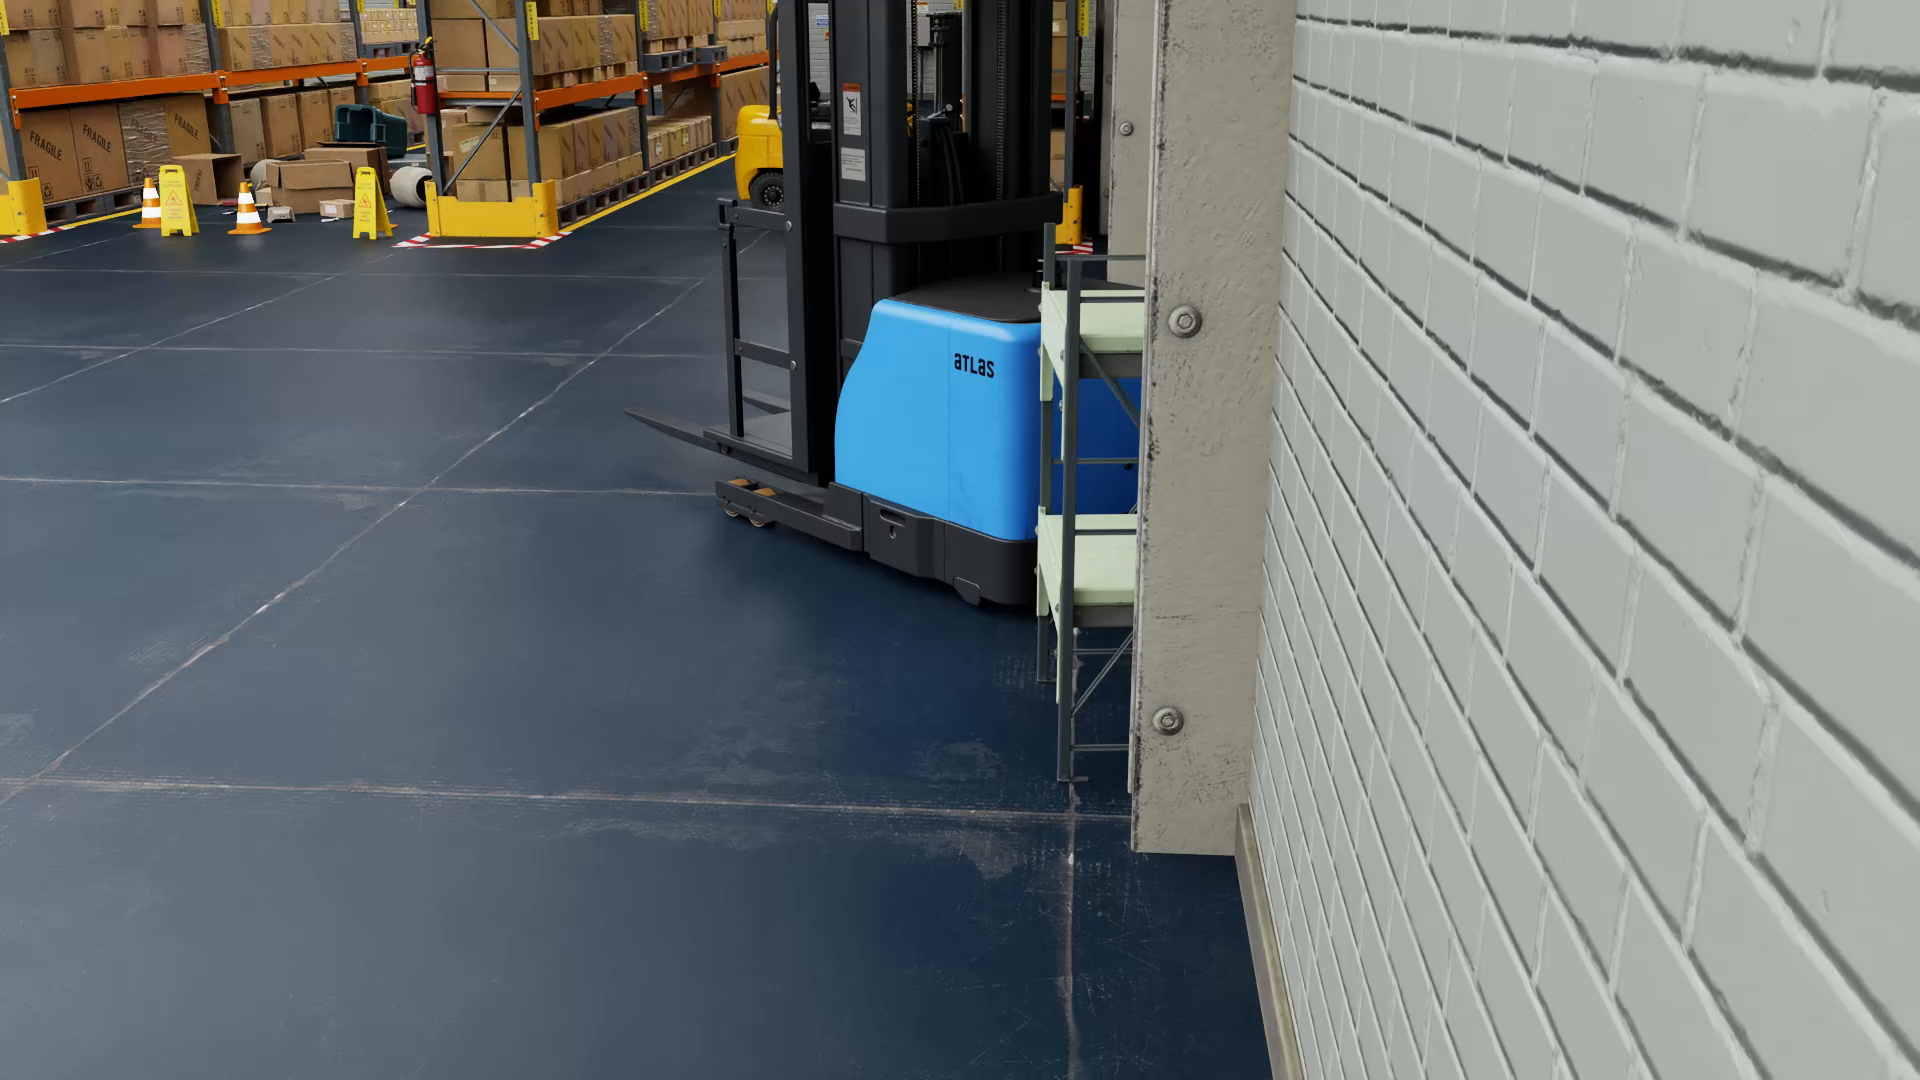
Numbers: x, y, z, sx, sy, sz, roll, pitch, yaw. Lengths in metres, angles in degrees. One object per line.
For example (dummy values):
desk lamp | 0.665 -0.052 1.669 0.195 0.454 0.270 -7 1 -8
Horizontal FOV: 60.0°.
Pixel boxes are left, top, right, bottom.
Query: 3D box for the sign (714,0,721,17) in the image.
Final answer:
sign | -3.302 -7.287 22.611 0.100 0.325 0.005 1 18 4

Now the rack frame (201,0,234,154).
rack frame | -9.075 -5.620 19.257 1.000 3.000 0.127 1 18 4

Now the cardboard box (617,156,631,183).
cardboard box | -3.933 -4.079 18.295 0.500 0.250 0.500 1 18 2

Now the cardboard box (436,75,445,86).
cardboard box | -8.303 -7.236 26.324 0.500 0.250 0.500 1 18 2

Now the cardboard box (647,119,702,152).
cardboard box | -3.939 -5.329 21.916 0.950 0.372 0.625 1 18 3

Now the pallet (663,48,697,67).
pallet | -3.945 -6.076 20.958 1.003 0.211 1.213 1 18 4

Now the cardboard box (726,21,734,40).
cardboard box | -3.523 -7.262 23.706 0.500 0.250 0.500 2 18 5

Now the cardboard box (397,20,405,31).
cardboard box | -8.463 -7.630 24.641 0.380 0.149 0.250 1 18 3

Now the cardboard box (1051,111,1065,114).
cardboard box | 0.957 -4.485 17.927 0.500 0.250 0.500 1 18 3

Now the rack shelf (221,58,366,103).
rack shelf | -8.932 -5.899 21.265 1.077 0.370 4.000 1 18 4

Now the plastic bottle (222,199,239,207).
plastic bottle | -7.785 -3.633 17.911 0.283 0.061 0.133 -5 19 -15

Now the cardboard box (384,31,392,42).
cardboard box | -8.499 -7.328 24.199 0.380 0.149 0.250 2 18 6

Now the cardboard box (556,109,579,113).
cardboard box | -4.469 -4.446 18.213 0.500 0.500 0.500 2 18 6

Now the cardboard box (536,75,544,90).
cardboard box | -4.183 -4.359 15.812 0.380 0.149 0.250 2 18 5

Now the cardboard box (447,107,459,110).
cardboard box | -8.304 -6.881 26.445 0.500 0.500 0.500 1 18 3

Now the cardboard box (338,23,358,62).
cardboard box | -8.553 -6.764 22.588 0.500 0.500 0.500 1 18 4

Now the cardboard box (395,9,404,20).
cardboard box | -8.470 -7.773 24.601 0.380 0.149 0.250 2 18 6

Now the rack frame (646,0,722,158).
rack frame | -3.844 -6.783 22.807 1.000 3.000 0.127 1 18 4

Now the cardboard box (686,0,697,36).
cardboard box | -3.661 -6.707 21.261 0.500 0.500 0.500 0 18 0

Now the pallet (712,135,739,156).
pallet | -3.712 -5.701 23.984 1.003 0.211 1.213 1 18 4

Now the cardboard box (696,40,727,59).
cardboard box | -3.558 -6.858 23.277 0.500 0.250 0.500 1 18 3

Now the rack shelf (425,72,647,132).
rack shelf | -4.274 -4.578 17.232 1.077 0.370 4.000 1 18 4

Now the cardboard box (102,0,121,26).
cardboard box | -9.266 -5.588 17.184 0.875 0.550 0.500 1 18 4

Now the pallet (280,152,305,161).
pallet | -9.010 -4.916 21.588 1.003 0.211 1.213 1 18 4

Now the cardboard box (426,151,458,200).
cardboard box | -5.565 -4.052 18.482 0.500 0.500 0.500 17 25 41

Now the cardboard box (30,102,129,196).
cardboard box | -9.318 -4.053 17.213 0.875 0.875 0.875 1 18 3

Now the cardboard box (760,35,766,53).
cardboard box | -3.338 -7.809 26.180 0.500 0.250 0.500 1 18 3

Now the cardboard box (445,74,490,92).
cardboard box | -4.604 -4.300 15.633 0.380 0.149 0.250 2 18 6

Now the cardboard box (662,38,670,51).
cardboard box | -3.745 -6.032 20.243 0.380 0.149 0.250 2 18 5

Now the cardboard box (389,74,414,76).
cardboard box | -8.818 -7.249 26.365 0.500 0.250 0.500 0 18 1

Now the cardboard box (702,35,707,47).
cardboard box | -3.553 -6.592 21.953 0.380 0.149 0.250 1 18 3

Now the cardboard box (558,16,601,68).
cardboard box | -4.009 -5.106 17.049 0.500 0.500 0.500 1 18 3

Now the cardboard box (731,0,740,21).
cardboard box | -3.486 -7.768 24.047 0.500 0.500 0.500 2 18 5

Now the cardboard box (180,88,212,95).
cardboard box | -13.315 -7.640 28.159 0.875 0.875 0.875 1 18 4

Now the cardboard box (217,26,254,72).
cardboard box | -8.769 -5.825 19.722 0.500 0.500 0.500 1 18 5

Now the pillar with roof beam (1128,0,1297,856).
pillar with roof beam | -3.672 -3.605 3.474 9.100 9.000 0.400 1 18 4

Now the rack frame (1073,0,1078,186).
rack frame | 0.820 -5.431 18.681 1.000 3.000 0.127 1 18 4

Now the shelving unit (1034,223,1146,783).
shelving unit | 0.468 -0.133 4.919 0.431 1.500 0.755 -1 18 -2

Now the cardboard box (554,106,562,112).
cardboard box | -4.546 -4.724 18.018 0.380 0.149 0.250 2 18 6

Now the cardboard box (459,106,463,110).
cardboard box | -8.157 -7.196 27.494 0.380 0.149 0.250 2 18 6

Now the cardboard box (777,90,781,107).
cardboard box | -3.405 -7.200 27.520 0.875 0.438 0.875 1 18 3

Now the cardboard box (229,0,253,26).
cardboard box | -9.011 -6.457 20.045 0.700 0.500 0.500 1 18 3

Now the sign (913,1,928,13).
sign | -0.845 -11.385 35.526 0.339 0.242 0.001 1 18 4

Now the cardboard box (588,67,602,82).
cardboard box | -3.950 -4.840 17.280 0.380 0.149 0.250 1 18 4

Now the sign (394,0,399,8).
sign | -9.044 -8.526 26.735 0.100 0.325 0.005 1 18 4

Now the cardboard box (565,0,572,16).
cardboard box | -4.500 -5.760 17.439 0.700 0.500 0.500 1 18 3

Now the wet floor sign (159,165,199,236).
wet floor sign | -7.389 -3.206 15.670 0.267 0.644 0.232 -2 18 -6

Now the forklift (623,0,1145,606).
forklift | -0.410 -1.539 6.912 1.130 2.935 3.031 -15 24 -39

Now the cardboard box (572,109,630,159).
cardboard box | -3.940 -4.442 18.201 0.500 0.500 0.500 2 18 5

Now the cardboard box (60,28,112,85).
cardboard box | -9.198 -4.908 16.842 0.875 0.550 0.550 1 18 4

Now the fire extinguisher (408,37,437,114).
fire extinguisher | -4.885 -4.237 15.159 0.296 0.674 0.183 1 18 4
